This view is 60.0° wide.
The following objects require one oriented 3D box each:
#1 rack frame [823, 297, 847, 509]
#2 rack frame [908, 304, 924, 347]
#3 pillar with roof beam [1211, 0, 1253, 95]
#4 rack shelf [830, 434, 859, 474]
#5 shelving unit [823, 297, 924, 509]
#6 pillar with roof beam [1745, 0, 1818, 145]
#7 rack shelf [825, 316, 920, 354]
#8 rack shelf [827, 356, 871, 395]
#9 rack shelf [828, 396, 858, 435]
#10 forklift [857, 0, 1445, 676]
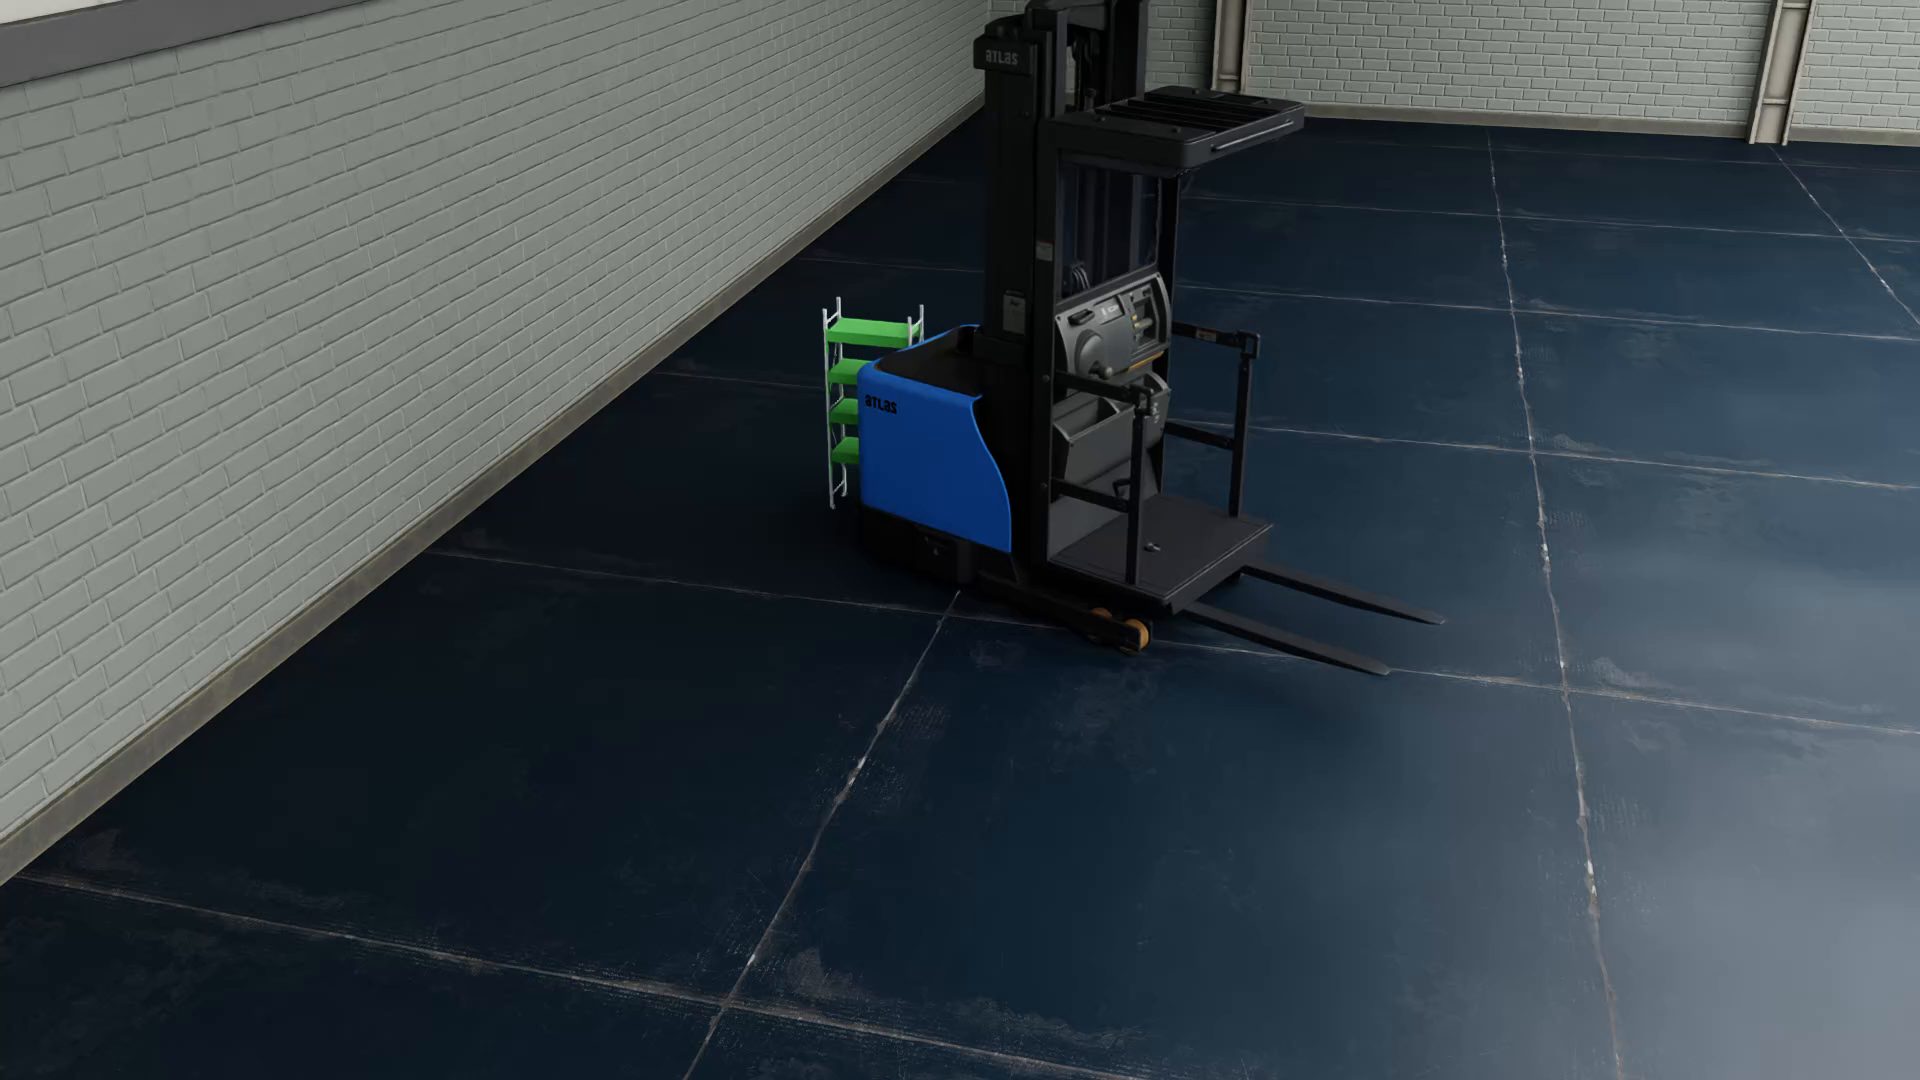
[{"bbox_3d":[-0.712,-0.772,9.476,0.015,1.200,0.240,7,26,15],"label":"rack frame"},{"bbox_3d":[-0.244,-0.714,9.353,0.015,1.200,0.240,7,26,15],"label":"rack frame"},{"bbox_3d":[2.140,-7.379,14.280,0.400,9.000,9.100,6,26,13],"label":"pillar with roof beam"},{"bbox_3d":[-0.478,-0.469,9.545,0.480,0.148,0.258,7,26,15],"label":"rack shelf"},{"bbox_3d":[-0.478,-0.743,9.415,0.503,1.200,0.258,7,26,15],"label":"shelving unit"},{"bbox_3d":[7.950,-6.736,12.931,0.400,9.000,9.100,6,26,13],"label":"pillar with roof beam"},{"bbox_3d":[-0.478,-1.119,9.236,0.480,0.148,0.258,7,26,15],"label":"rack shelf"},{"bbox_3d":[-0.478,-0.902,9.339,0.480,0.148,0.258,7,26,15],"label":"rack shelf"},{"bbox_3d":[-0.478,-0.685,9.442,0.480,0.148,0.258,7,26,15],"label":"rack shelf"},{"bbox_3d":[0.920,-1.028,8.000,3.031,2.935,1.130,19,31,34],"label":"forklift"}]
